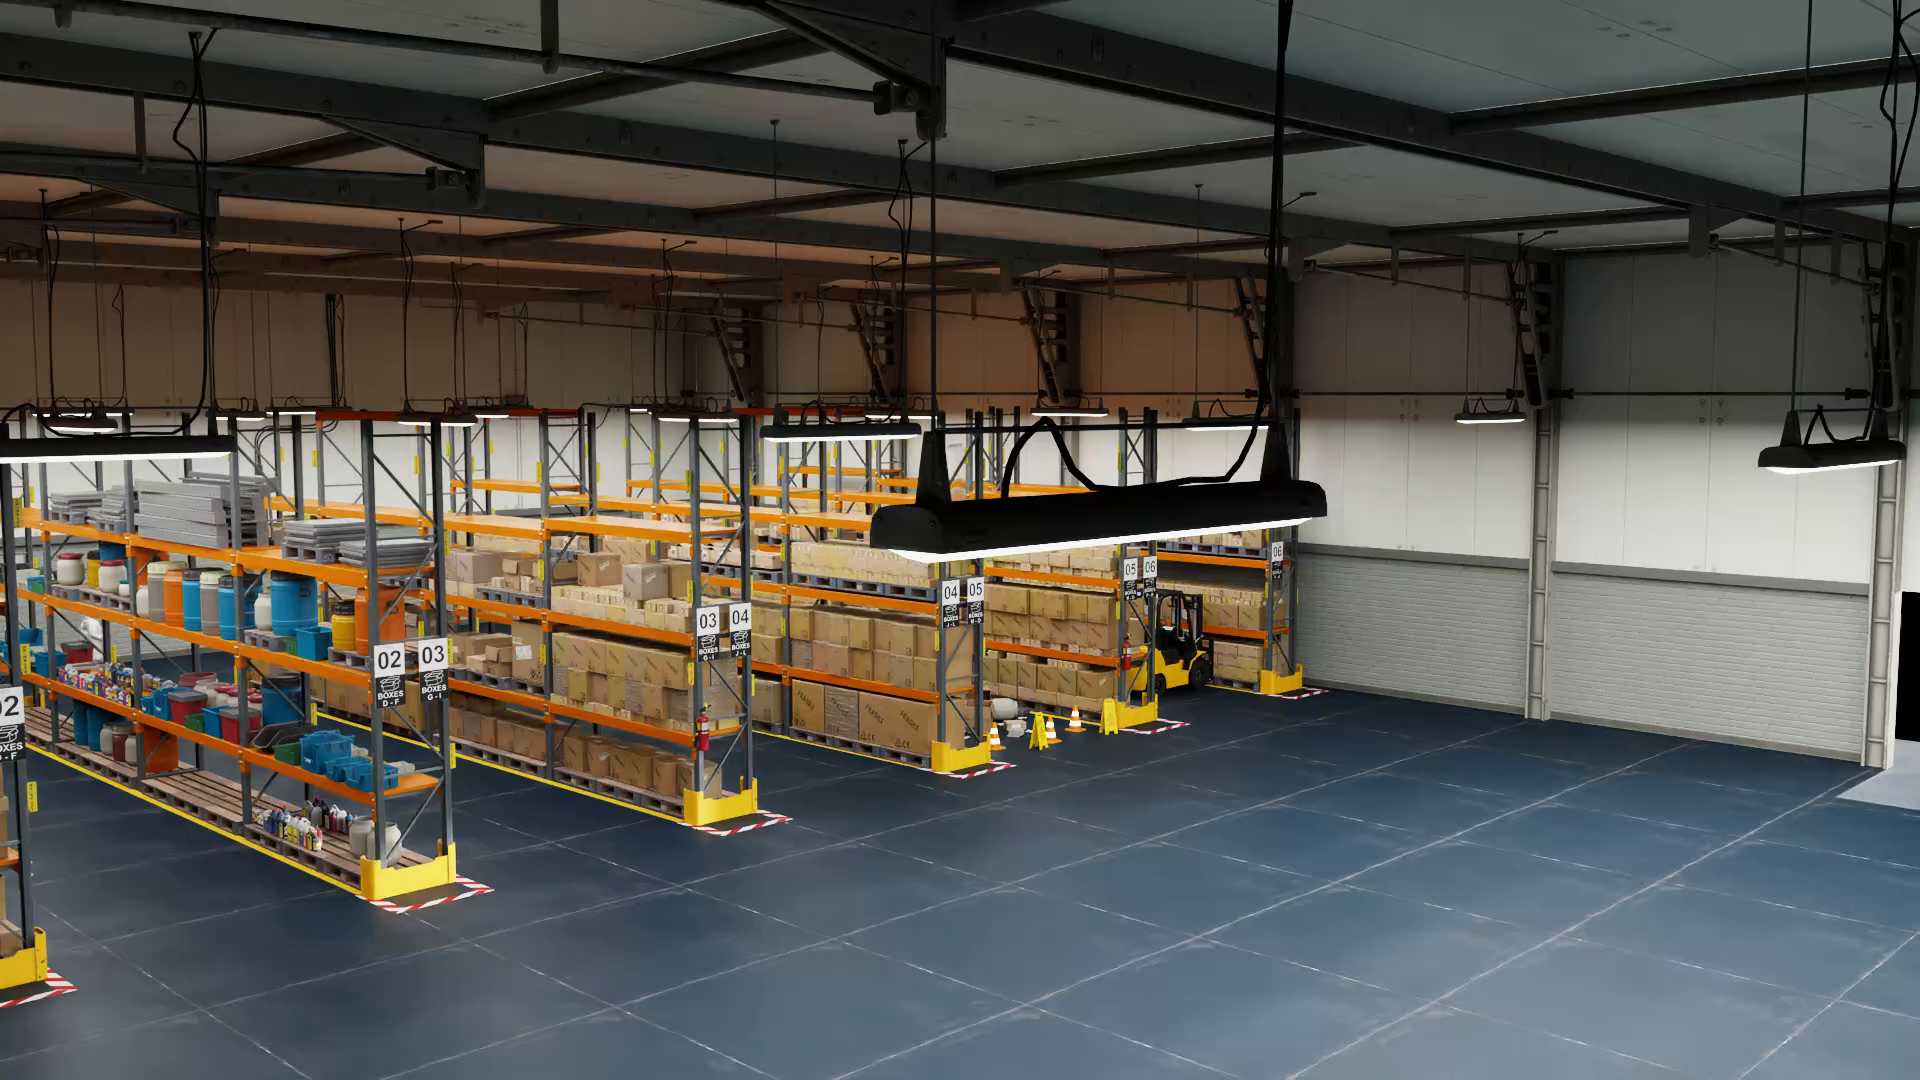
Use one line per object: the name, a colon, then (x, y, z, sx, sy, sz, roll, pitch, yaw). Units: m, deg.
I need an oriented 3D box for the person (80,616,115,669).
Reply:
person: (-18.527, 2.305, 35.553, 0.962, 1.759, 0.720, -3, 6, -34)
